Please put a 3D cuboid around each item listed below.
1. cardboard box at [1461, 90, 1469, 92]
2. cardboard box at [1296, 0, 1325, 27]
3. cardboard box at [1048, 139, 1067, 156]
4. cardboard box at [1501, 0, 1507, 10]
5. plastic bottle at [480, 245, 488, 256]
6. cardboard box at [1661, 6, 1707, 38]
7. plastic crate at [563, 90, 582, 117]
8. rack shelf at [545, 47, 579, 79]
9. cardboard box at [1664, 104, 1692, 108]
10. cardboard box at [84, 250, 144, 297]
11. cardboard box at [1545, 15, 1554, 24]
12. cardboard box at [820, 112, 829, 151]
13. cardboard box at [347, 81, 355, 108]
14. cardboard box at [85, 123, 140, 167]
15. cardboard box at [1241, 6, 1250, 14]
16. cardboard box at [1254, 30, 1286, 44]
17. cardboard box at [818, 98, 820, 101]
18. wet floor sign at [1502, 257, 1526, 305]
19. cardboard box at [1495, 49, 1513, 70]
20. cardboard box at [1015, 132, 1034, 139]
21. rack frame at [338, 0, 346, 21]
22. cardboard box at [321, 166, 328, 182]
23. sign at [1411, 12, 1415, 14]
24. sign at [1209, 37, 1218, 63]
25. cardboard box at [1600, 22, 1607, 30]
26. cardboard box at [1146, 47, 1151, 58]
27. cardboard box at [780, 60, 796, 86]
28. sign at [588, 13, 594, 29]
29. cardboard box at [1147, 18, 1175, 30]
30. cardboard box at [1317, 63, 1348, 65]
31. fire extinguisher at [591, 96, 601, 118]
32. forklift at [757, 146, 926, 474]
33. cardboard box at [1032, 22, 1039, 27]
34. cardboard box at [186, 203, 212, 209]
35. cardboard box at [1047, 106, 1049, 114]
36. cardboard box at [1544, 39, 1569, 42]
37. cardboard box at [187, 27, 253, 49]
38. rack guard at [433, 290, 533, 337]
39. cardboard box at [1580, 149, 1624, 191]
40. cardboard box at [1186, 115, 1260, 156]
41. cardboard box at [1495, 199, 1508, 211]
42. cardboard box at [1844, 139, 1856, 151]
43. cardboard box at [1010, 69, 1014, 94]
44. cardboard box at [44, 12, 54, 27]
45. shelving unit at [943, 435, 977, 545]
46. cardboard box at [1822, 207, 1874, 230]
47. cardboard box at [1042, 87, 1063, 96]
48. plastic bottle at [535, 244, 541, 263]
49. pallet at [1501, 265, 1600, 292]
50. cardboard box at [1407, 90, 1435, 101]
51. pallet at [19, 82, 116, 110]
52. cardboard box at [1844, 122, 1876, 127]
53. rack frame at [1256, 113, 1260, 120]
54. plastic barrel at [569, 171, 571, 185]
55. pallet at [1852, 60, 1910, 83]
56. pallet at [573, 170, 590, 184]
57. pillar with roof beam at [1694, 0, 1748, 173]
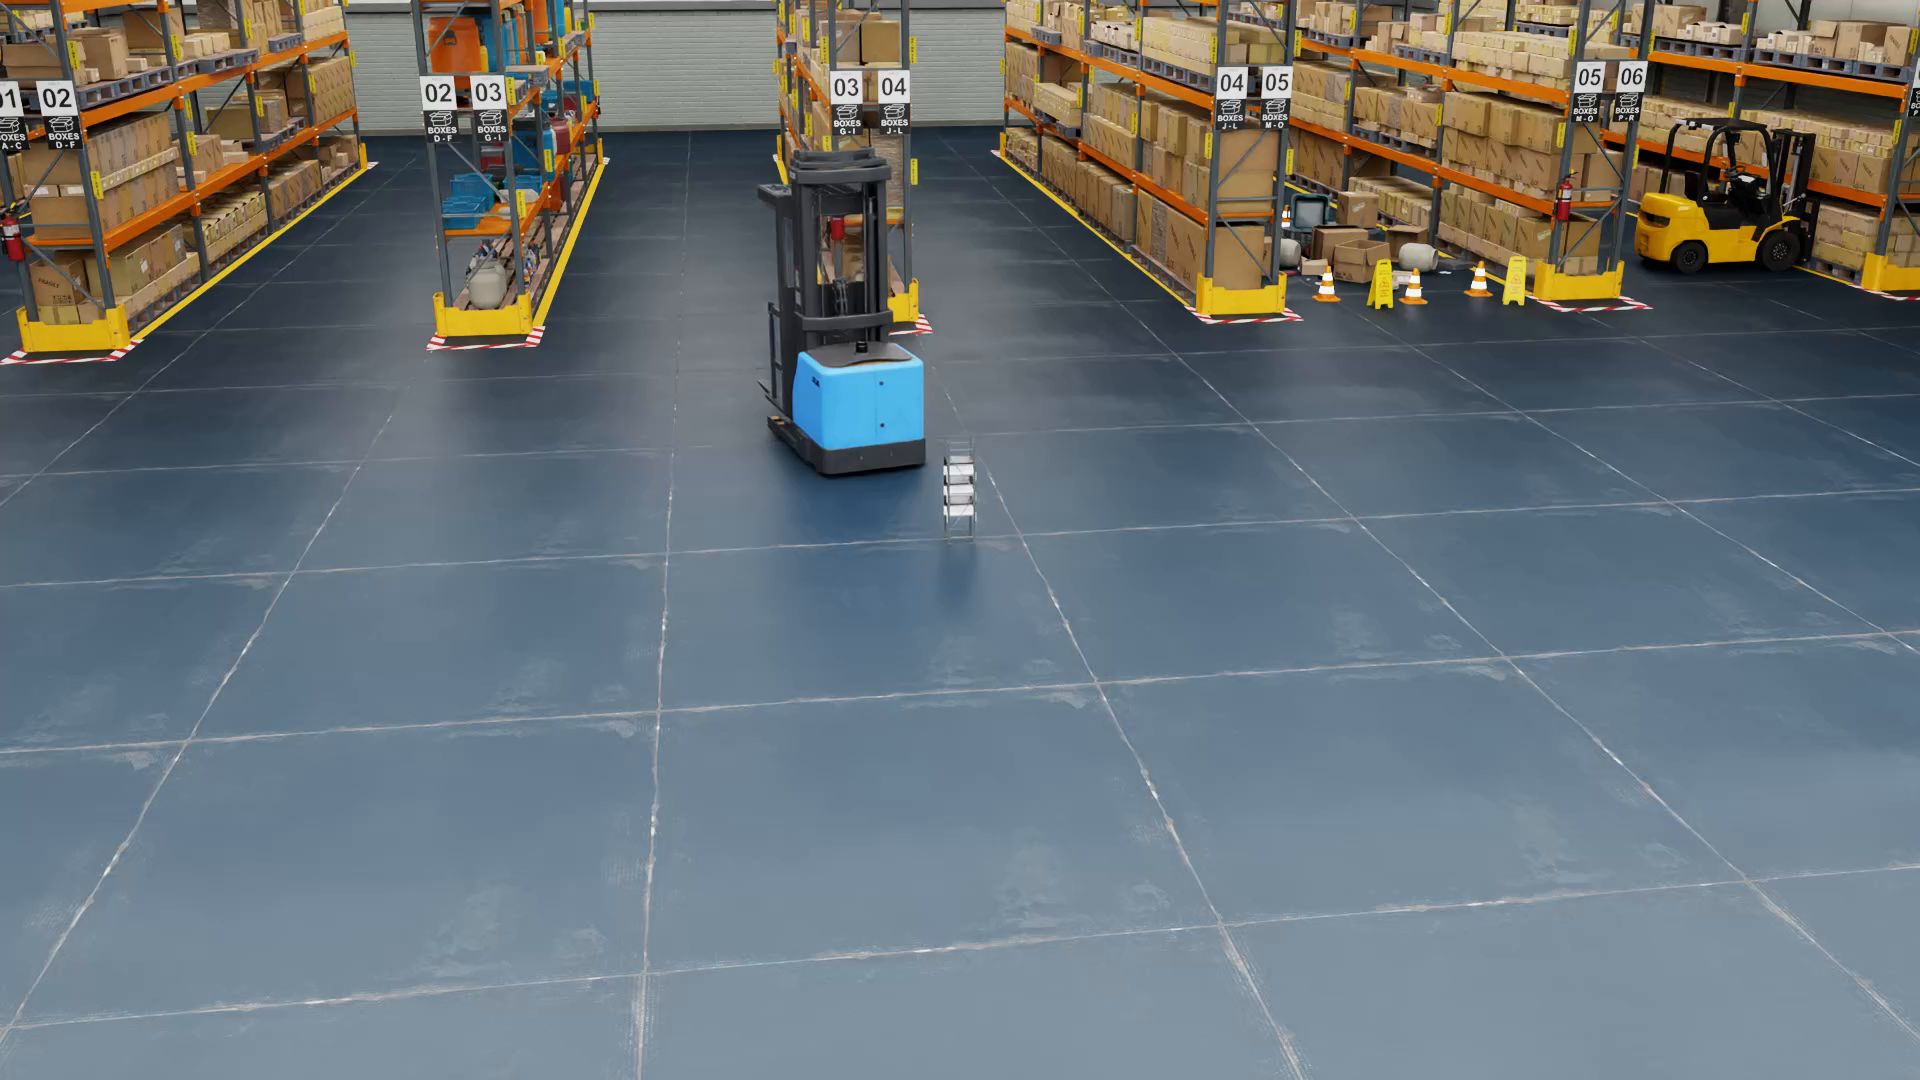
[{"bbox_3d":[11.248,-9.808,36.548,0.380,0.149,0.250,-2,21,-7],"label":"cardboard box"},{"bbox_3d":[6.782,-10.284,32.434,0.500,0.500,0.500,-3,21,-9],"label":"cardboard box"},{"bbox_3d":[1.983,-7.594,32.162,0.500,0.250,0.500,-2,21,-6],"label":"cardboard box"},{"bbox_3d":[11.543,-11.078,34.377,0.500,0.250,0.500,-3,21,-8],"label":"cardboard box"},{"bbox_3d":[-6.906,-4.100,24.065,0.144,0.351,0.185,-2,21,-6],"label":"plastic bottle"},{"bbox_3d":[12.440,-8.902,28.590,0.500,0.500,0.500,-2,21,-6],"label":"cardboard box"},{"bbox_3d":[-7.646,-8.585,32.739,0.402,0.464,0.583,-3,21,-8],"label":"plastic crate"},{"bbox_3d":[-7.477,-8.581,29.646,1.077,0.370,4.000,-3,21,-8],"label":"rack shelf"},{"bbox_3d":[12.514,-7.516,28.982,0.380,0.149,0.250,-3,21,-8],"label":"cardboard box"},{"bbox_3d":[-10.869,-3.432,21.376,0.500,0.500,0.500,-3,21,-8],"label":"cardboard box"},{"bbox_3d":[11.680,-10.173,32.494,0.380,0.149,0.250,-2,21,-6],"label":"cardboard box"},{"bbox_3d":[-1.670,-5.653,23.067,0.500,0.500,0.500,-3,21,-8],"label":"cardboard box"},{"bbox_3d":[-12.910,-9.247,34.545,0.500,0.500,0.500,-2,21,-6],"label":"cardboard box"},{"bbox_3d":[-11.227,-5.167,21.767,0.700,0.500,0.500,-3,21,-8],"label":"cardboard box"},{"bbox_3d":[6.295,-11.483,36.002,0.380,0.149,0.250,-2,21,-6],"label":"cardboard box"},{"bbox_3d":[4.055,-6.552,21.661,0.380,0.149,0.250,-3,21,-7],"label":"cardboard box"},{"bbox_3d":[-1.687,-6.445,25.729,1.000,1.000,1.000,-3,21,-7],"label":"cardboard box"},{"bbox_3d":[7.641,-3.578,22.873,0.267,0.644,0.232,4,21,11],"label":"wet floor sign"},{"bbox_3d":[8.106,-6.967,24.084,0.500,0.250,0.500,-3,21,-7],"label":"cardboard box"},{"bbox_3d":[1.407,-8.732,35.933,0.380,0.149,0.250,-4,21,-10],"label":"cardboard box"},{"bbox_3d":[-13.244,-12.152,33.892,1.000,3.000,0.127,-3,21,-8],"label":"rack frame"},{"bbox_3d":[-12.514,-7.060,32.045,0.500,0.311,0.500,-3,21,-8],"label":"cardboard box"},{"bbox_3d":[8.056,-9.244,29.654,0.100,0.325,0.005,-3,21,-8],"label":"sign"},{"bbox_3d":[3.249,-6.276,21.293,0.100,0.325,0.005,-3,21,-8],"label":"sign"},{"bbox_3d":[12.123,-9.545,30.842,0.380,0.149,0.250,-3,21,-9],"label":"cardboard box"},{"bbox_3d":[2.967,-7.199,24.533,0.380,0.149,0.250,-3,21,-8],"label":"cardboard box"},{"bbox_3d":[-3.486,-9.729,34.694,0.500,0.500,0.500,-3,21,-9],"label":"cardboard box"},{"bbox_3d":[-7.800,-10.980,35.190,0.100,0.325,0.005,-3,21,-8],"label":"sign"},{"bbox_3d":[2.966,-7.574,24.396,0.380,0.149,0.250,-3,21,-8],"label":"cardboard box"},{"bbox_3d":[7.337,-9.150,32.855,0.500,0.500,0.500,-3,21,-7],"label":"cardboard box"},{"bbox_3d":[-7.914,-9.455,35.887,0.296,0.674,0.183,-3,21,-8],"label":"fire extinguisher"},{"bbox_3d":[-1.348,-2.474,16.650,1.130,2.935,3.031,-8,22,-20],"label":"forklift"},{"bbox_3d":[1.721,-10.162,33.064,0.500,0.250,0.500,-2,21,-6],"label":"cardboard box"},{"bbox_3d":[-12.151,-5.189,26.351,0.500,0.311,0.500,-3,21,-9],"label":"cardboard box"},{"bbox_3d":[1.854,-8.138,31.477,0.380,0.149,0.250,-3,21,-9],"label":"cardboard box"},{"bbox_3d":[8.634,-7.123,23.933,0.380,0.149,0.250,-2,21,-7],"label":"cardboard box"},{"bbox_3d":[-12.187,-8.173,27.383,0.910,0.500,0.500,-3,21,-8],"label":"cardboard box"},{"bbox_3d":[-6.093,-2.904,21.276,1.175,0.500,0.348,-3,21,-8],"label":"rack guard"},{"bbox_3d":[8.878,-5.165,23.189,0.500,0.500,0.500,-3,21,-9],"label":"cardboard box"},{"bbox_3d":[3.656,-5.609,23.189,0.875,0.550,0.550,-3,21,-8],"label":"cardboard box"},{"bbox_3d":[8.110,-4.931,24.461,0.380,0.149,0.250,-2,21,-5],"label":"cardboard box"},{"bbox_3d":[13.189,-5.775,24.321,0.380,0.149,0.250,-3,21,-8],"label":"cardboard box"},{"bbox_3d":[1.376,-9.888,35.836,0.500,0.500,0.500,-3,21,-8],"label":"cardboard box"},{"bbox_3d":[-17.548,-9.891,31.596,0.500,0.250,0.500,-3,21,-9],"label":"cardboard box"},{"bbox_3d":[-0.001,-0.424,14.066,0.258,0.900,0.210,-3,21,-8],"label":"shelving unit"},{"bbox_3d":[13.129,-4.749,24.546,0.500,0.250,0.500,-3,21,-7],"label":"cardboard box"},{"bbox_3d":[1.774,-8.597,31.855,0.380,0.149,0.250,-3,21,-8],"label":"cardboard box"},{"bbox_3d":[-6.216,-4.219,24.480,0.061,0.283,0.133,-2,21,-5],"label":"plastic bottle"},{"bbox_3d":[8.579,-3.803,24.098,1.003,0.211,1.213,-3,21,-8],"label":"pallet"},{"bbox_3d":[7.630,-7.352,27.519,0.380,0.149,0.250,-4,21,-10],"label":"cardboard box"},{"bbox_3d":[-11.014,-5.412,20.259,1.003,0.211,1.213,-3,21,-8],"label":"pallet"},{"bbox_3d":[13.552,-6.206,25.050,0.380,0.149,0.250,-3,21,-7],"label":"cardboard box"},{"bbox_3d":[6.366,-10.340,37.614,1.000,3.000,0.127,-3,21,-8],"label":"rack frame"},{"bbox_3d":[-7.602,-6.985,31.029,0.600,0.901,0.708,-3,21,-8],"label":"plastic barrel"},{"bbox_3d":[13.507,-6.662,23.605,1.003,0.211,1.213,-3,21,-8],"label":"pallet"},{"bbox_3d":[-7.910,-7.152,33.063,1.003,0.211,1.213,-3,21,-8],"label":"pallet"},{"bbox_3d":[9.250,-10.009,28.154,9.100,9.000,0.400,-3,21,-8],"label":"pillar with roof beam"}]
